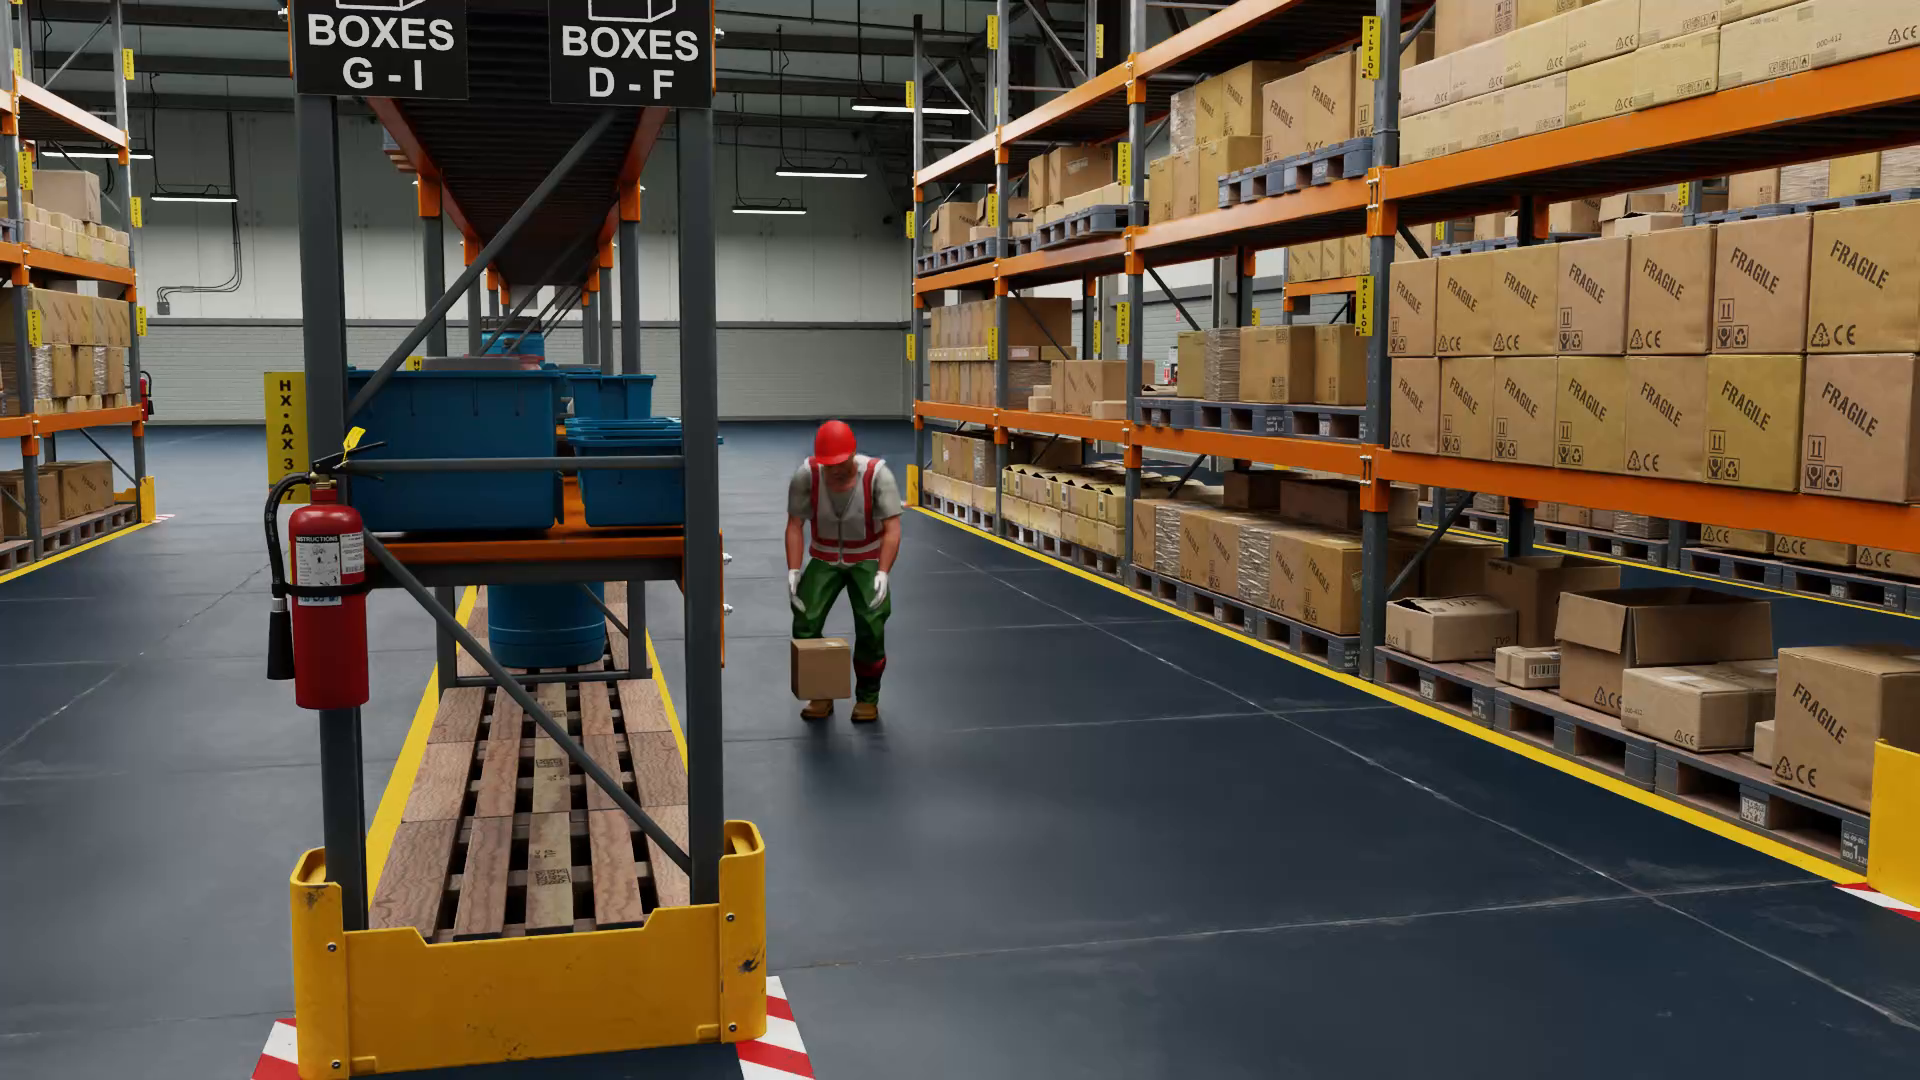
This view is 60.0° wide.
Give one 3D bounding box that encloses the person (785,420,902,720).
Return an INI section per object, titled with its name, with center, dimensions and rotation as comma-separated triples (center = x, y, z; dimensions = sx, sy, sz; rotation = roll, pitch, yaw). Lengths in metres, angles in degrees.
[person]
center = -0.563, 0.148, 8.259
dimensions = 0.581, 1.498, 0.711
rotation = 1, 6, 10
